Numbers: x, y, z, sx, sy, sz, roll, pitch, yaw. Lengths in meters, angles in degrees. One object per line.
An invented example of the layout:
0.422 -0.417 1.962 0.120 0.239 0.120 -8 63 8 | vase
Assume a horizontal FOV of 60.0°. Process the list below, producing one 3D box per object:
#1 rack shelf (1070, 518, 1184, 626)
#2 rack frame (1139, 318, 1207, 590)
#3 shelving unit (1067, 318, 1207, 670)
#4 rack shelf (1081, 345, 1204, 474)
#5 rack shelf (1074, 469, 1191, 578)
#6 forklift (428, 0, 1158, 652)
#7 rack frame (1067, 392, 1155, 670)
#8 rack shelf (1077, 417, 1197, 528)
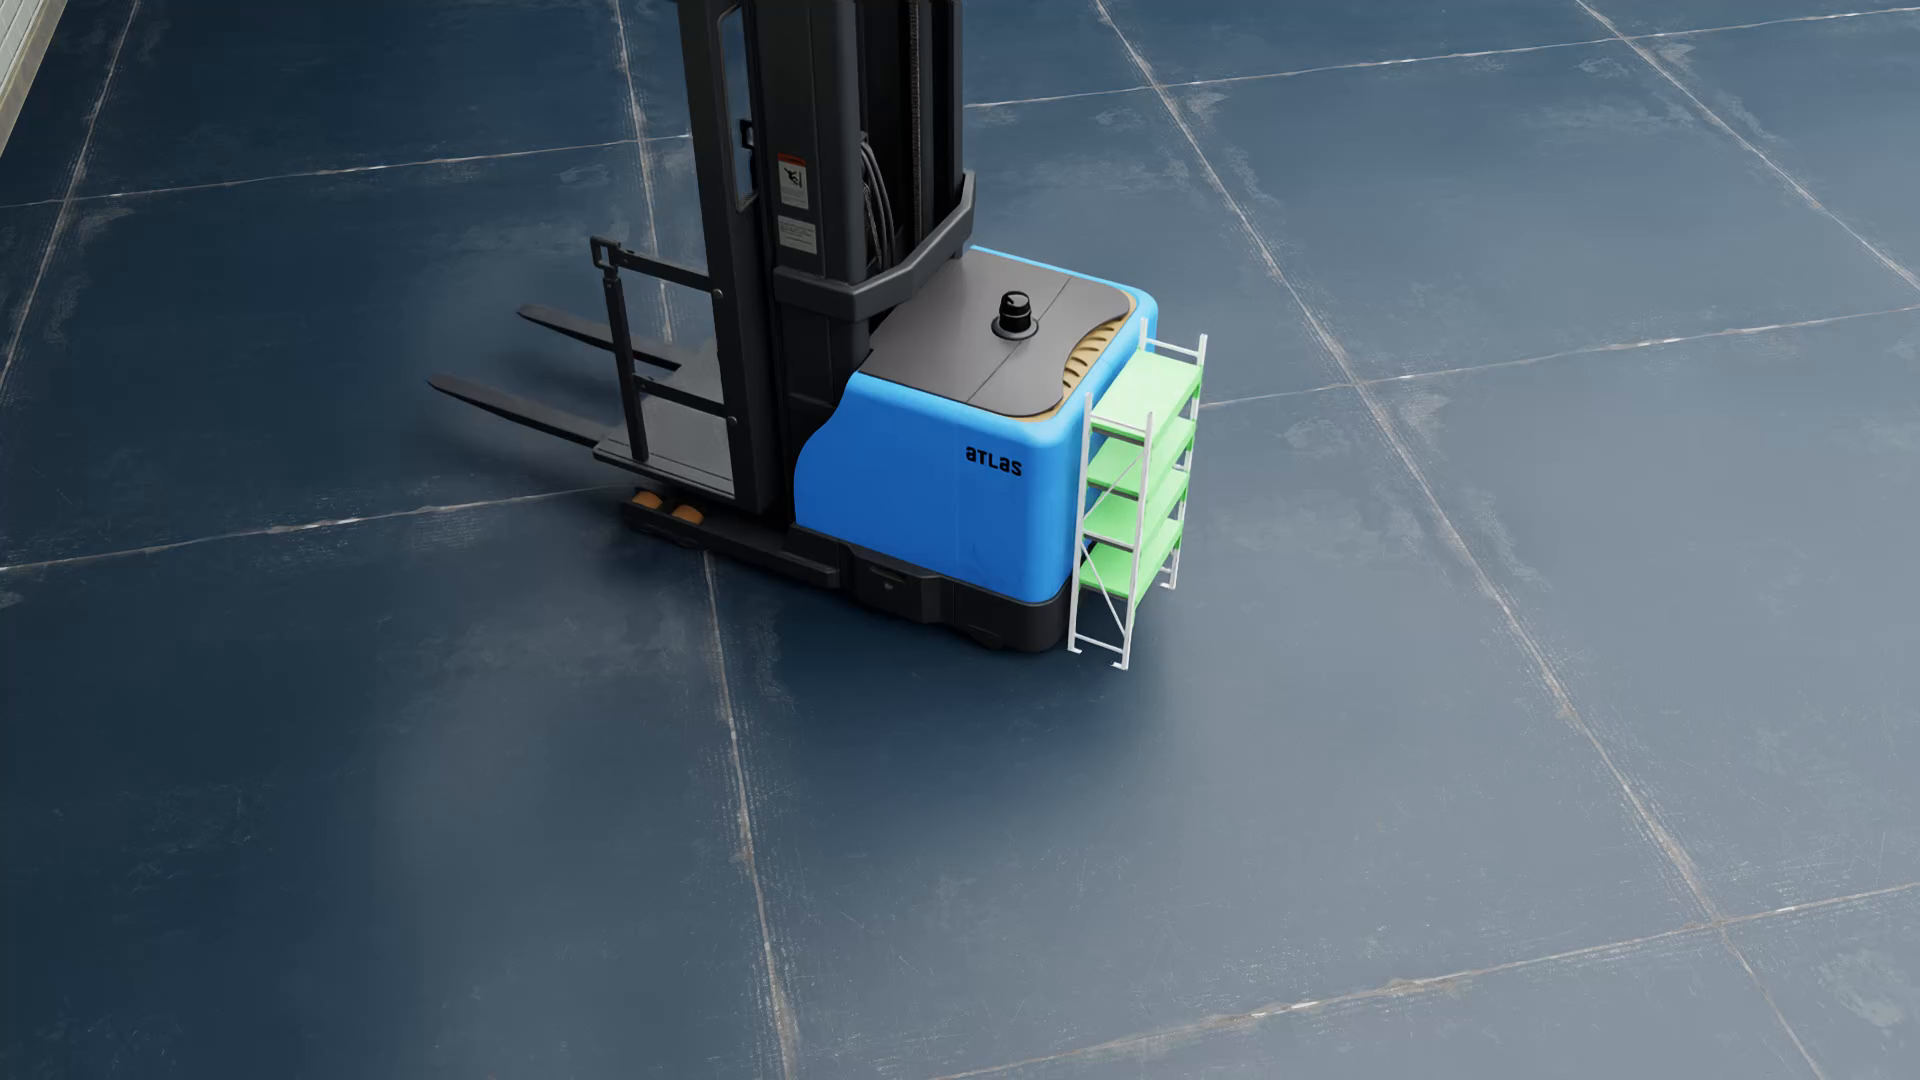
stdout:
0.628 0.081 6.211 0.258 0.148 0.480 19 45 19 | rack shelf
0.739 -0.290 6.172 0.240 1.200 0.015 19 45 19 | rack frame
0.630 -0.146 6.009 0.258 1.200 0.503 19 45 19 | shelving unit
0.632 -0.456 5.731 0.258 0.148 0.480 19 45 19 | rack shelf
0.629 -0.098 6.051 0.258 0.148 0.480 19 45 19 | rack shelf
-0.802 -1.363 6.078 3.031 2.935 1.130 18 45 20 | forklift
0.520 -0.001 5.846 0.240 1.200 0.015 19 45 19 | rack frame
0.631 -0.277 5.891 0.258 0.148 0.480 19 45 19 | rack shelf
